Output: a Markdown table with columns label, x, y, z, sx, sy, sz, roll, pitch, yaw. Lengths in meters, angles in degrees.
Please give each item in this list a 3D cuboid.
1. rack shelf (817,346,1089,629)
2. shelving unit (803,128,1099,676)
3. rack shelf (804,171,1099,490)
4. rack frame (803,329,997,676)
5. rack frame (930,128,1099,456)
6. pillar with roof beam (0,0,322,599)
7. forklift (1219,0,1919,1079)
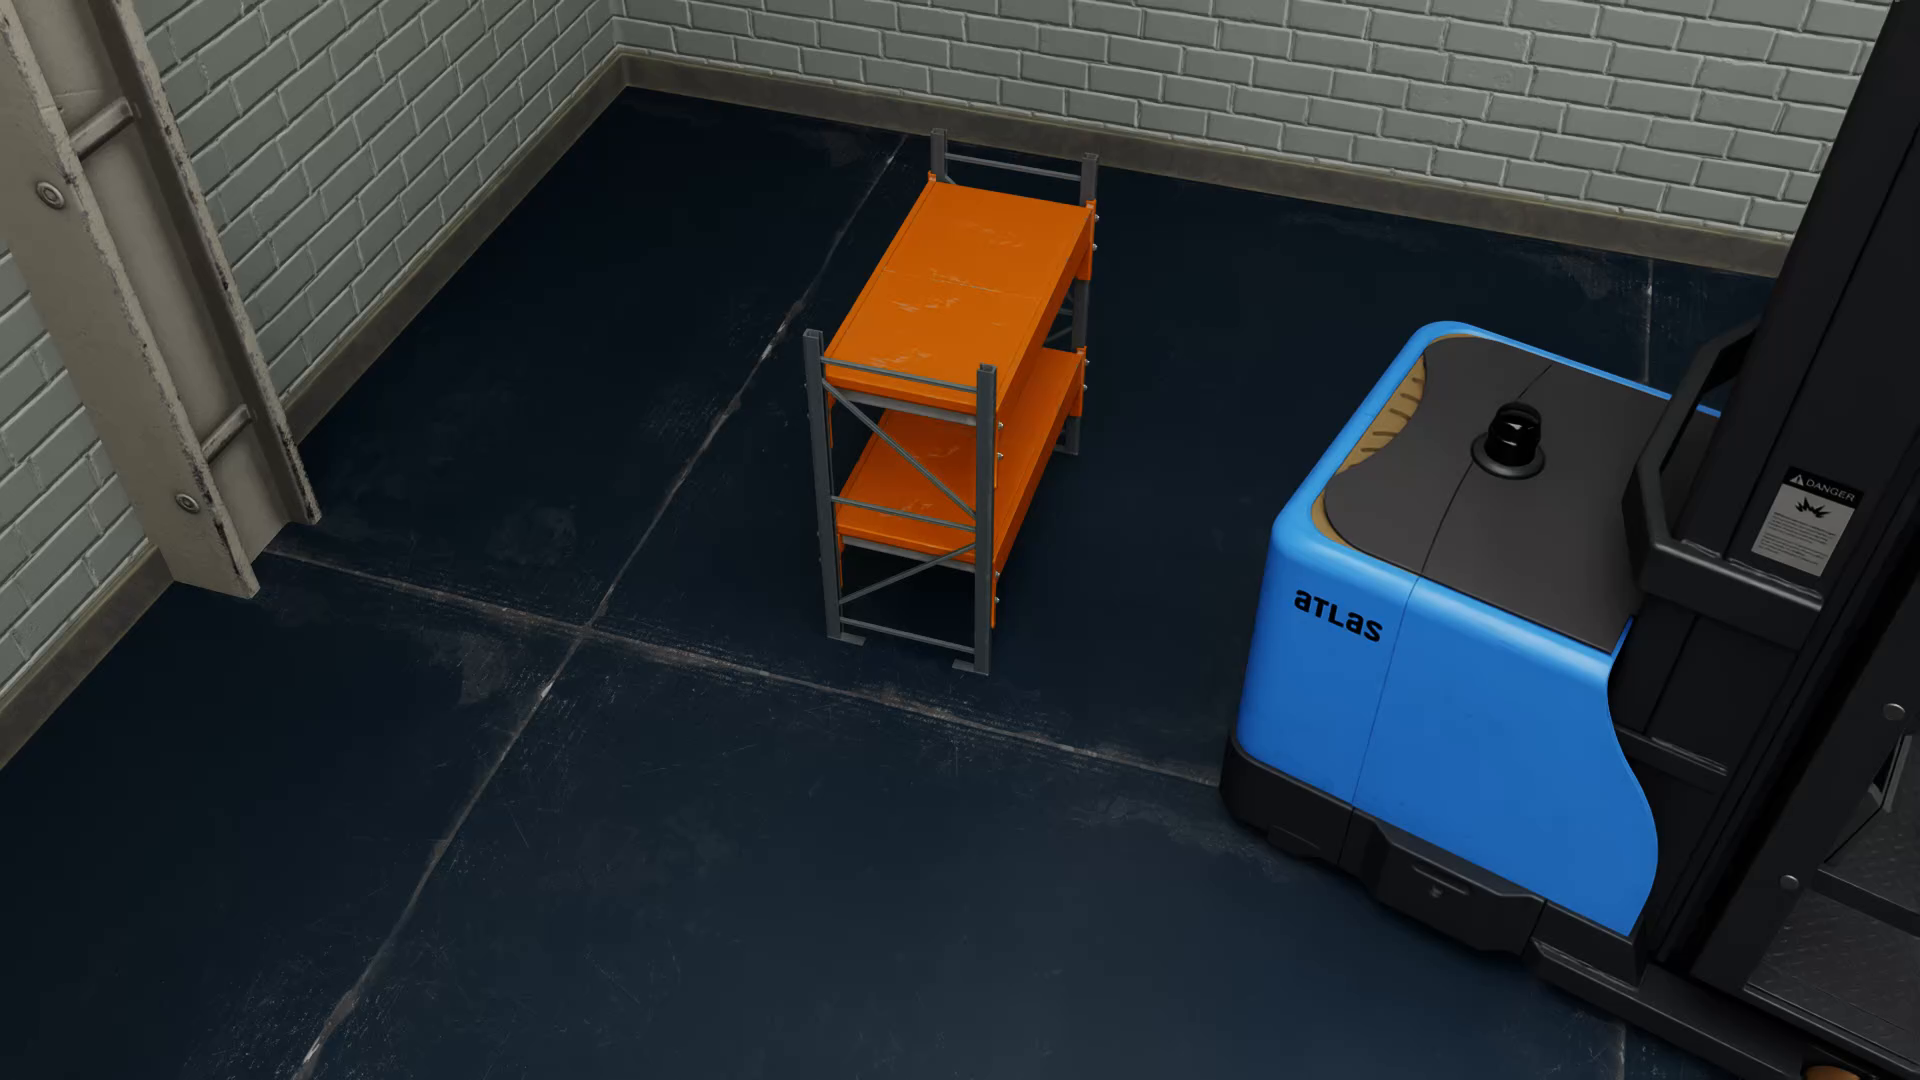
| label | x | y | z | sx | sy | sz | roll | pitch | yaw |
| --- | --- | --- | --- | --- | --- | --- | --- | --- | --- |
| rack shelf | 0.002 | -0.232 | 5.032 | 0.538 | 0.278 | 1.000 | 13 | 46 | 13 |
| shelving unit | 0.002 | -0.407 | 4.861 | 0.538 | 1.125 | 1.048 | 13 | 46 | 13 |
| rack shelf | 0.002 | -0.616 | 4.656 | 0.538 | 0.278 | 1.000 | 13 | 46 | 13 |
| rack frame | -0.152 | -0.068 | 4.515 | 0.500 | 1.125 | 0.032 | 13 | 46 | 13 |
| rack frame | 0.156 | -0.745 | 5.207 | 0.500 | 1.125 | 0.032 | 13 | 46 | 13 |
| pillar with roof beam | 1.854 | -2.288 | 1.154 | 9.100 | 9.000 | 0.400 | 13 | 46 | 13 |
| forklift | 2.210 | -0.029 | 3.184 | 3.031 | 2.935 | 1.130 | 24 | 49 | 23 |
